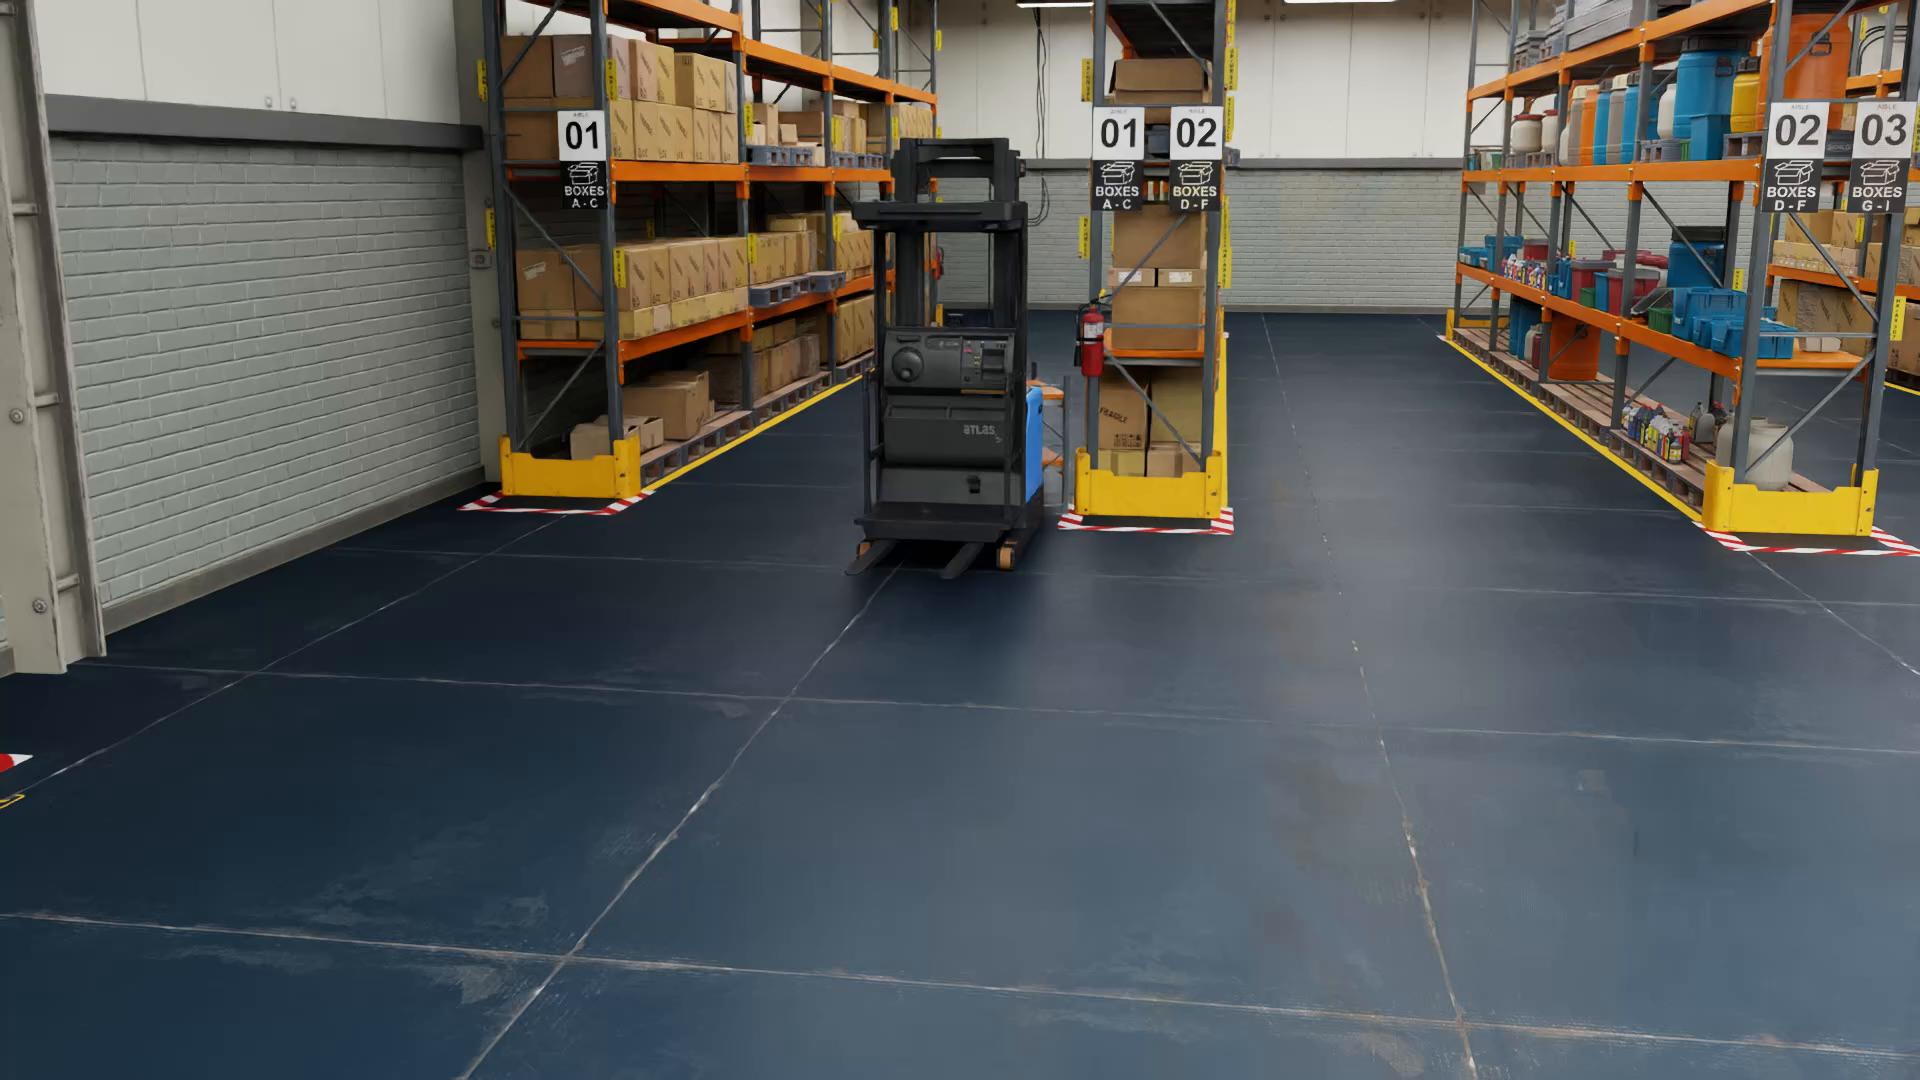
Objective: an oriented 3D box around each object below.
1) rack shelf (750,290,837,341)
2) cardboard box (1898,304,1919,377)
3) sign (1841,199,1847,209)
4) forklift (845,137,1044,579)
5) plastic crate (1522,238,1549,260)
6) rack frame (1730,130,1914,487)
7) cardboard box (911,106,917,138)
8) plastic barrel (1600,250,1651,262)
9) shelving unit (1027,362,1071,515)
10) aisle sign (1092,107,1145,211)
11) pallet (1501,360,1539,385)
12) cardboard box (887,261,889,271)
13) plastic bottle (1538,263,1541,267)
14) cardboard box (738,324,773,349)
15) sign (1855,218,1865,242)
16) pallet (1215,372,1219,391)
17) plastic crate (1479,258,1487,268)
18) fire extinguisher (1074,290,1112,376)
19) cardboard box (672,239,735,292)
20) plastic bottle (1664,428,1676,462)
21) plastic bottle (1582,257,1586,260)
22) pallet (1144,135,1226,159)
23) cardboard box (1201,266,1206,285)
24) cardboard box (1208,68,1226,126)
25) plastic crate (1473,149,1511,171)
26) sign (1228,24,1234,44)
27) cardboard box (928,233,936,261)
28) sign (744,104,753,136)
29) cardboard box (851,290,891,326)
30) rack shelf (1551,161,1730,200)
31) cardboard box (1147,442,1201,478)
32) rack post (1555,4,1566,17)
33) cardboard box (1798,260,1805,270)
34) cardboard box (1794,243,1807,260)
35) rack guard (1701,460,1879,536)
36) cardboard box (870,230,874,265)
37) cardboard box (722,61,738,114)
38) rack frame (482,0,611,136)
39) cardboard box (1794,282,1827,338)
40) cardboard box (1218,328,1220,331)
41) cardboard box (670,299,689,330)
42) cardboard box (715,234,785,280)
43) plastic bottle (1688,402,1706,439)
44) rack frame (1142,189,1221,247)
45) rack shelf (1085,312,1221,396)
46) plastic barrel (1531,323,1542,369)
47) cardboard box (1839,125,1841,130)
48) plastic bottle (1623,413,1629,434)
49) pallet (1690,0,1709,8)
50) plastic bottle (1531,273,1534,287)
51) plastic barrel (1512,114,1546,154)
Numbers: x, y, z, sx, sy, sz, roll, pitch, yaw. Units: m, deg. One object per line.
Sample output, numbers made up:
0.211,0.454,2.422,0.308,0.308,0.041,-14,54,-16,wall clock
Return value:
-2.443,-2.751,19.847,1.077,0.370,4.000,2,12,9,rack shelf
12.819,-2.533,21.172,1.225,0.875,0.875,2,12,9,cardboard box
14.312,-5.364,26.954,0.100,0.325,0.005,2,12,9,sign
-0.114,-1.303,11.581,1.130,2.935,3.031,2,12,10,forklift
8.654,-4.269,24.889,0.402,0.464,0.583,2,12,9,plastic crate
6.423,-1.533,12.486,1.000,3.000,0.127,2,12,9,rack frame
-0.990,-6.715,26.754,0.500,0.500,0.500,2,12,9,cardboard box
7.882,-3.158,19.705,0.600,0.536,0.708,2,12,9,plastic barrel
0.520,-0.853,13.783,0.538,1.125,1.048,-3,12,-12,shelving unit
1.229,-2.961,12.941,0.394,0.787,0.004,2,12,9,aisle sign
7.924,-2.254,22.450,1.003,0.211,1.213,2,12,9,pallet
-1.293,-4.159,25.222,0.380,0.149,0.250,2,12,9,cardboard box
7.641,-3.511,21.941,0.061,0.283,0.133,2,12,9,plastic bottle
-2.513,-2.400,19.620,0.500,0.250,0.500,2,12,7,cardboard box
12.614,-4.350,23.315,0.100,0.325,0.005,2,12,9,sign
2.912,-2.150,21.971,1.003,0.211,1.213,2,12,9,pallet
8.240,-4.303,25.826,0.293,0.136,0.466,2,12,9,plastic crate
1.052,-1.647,13.198,0.296,0.674,0.183,2,12,9,fire extinguisher
-2.589,-2.777,16.788,0.500,0.500,0.500,2,12,8,cardboard box
6.272,-0.841,14.681,0.061,0.283,0.133,2,12,10,plastic bottle
8.281,-3.575,22.081,0.144,0.351,0.185,2,12,9,plastic bottle
2.039,-3.771,15.963,1.003,0.211,1.213,2,12,9,pallet
1.840,-2.190,13.757,0.380,0.149,0.250,2,12,7,cardboard box
2.055,-3.820,14.412,0.500,0.500,0.500,2,12,9,cardboard box
8.377,-5.990,26.197,0.504,0.338,0.767,2,12,9,plastic crate
4.535,-8.469,27.839,0.100,0.325,0.005,2,12,9,sign
-0.974,-5.225,28.904,0.980,0.700,0.700,2,12,11,cardboard box
-2.213,-4.390,17.394,0.100,0.325,0.005,2,12,9,sign
-1.492,-3.367,25.101,0.750,0.750,0.750,2,12,9,cardboard box
7.346,-3.896,18.041,1.077,0.370,4.000,2,12,9,rack shelf
1.832,-0.660,13.964,0.500,0.250,0.500,2,12,9,cardboard box
7.677,-6.548,20.294,0.624,0.289,0.986,2,12,9,rack post
13.202,-4.249,25.687,0.380,0.149,0.250,2,12,8,cardboard box
13.283,-4.471,25.770,0.500,0.250,0.500,1,12,7,cardboard box
6.388,-0.328,12.830,1.175,0.500,0.348,2,12,9,rack guard
-1.497,-4.241,24.060,0.500,0.500,0.500,2,12,9,cardboard box
-2.560,-4.587,16.880,0.500,0.500,0.500,1,12,4,cardboard box
-3.366,-4.786,13.343,1.000,3.000,0.127,2,12,9,rack frame
13.619,-3.544,25.866,0.875,0.875,0.875,2,12,9,cardboard box
3.187,-2.547,22.082,0.500,0.500,0.500,1,12,7,cardboard box
-2.827,-2.096,15.408,0.500,0.250,0.500,2,12,8,cardboard box
-2.475,-3.309,19.448,0.700,0.500,0.500,4,13,16,cardboard box
7.082,-1.147,15.939,0.144,0.351,0.185,2,12,9,plastic bottle
2.760,-3.359,20.962,1.000,3.000,0.127,2,12,9,rack frame
1.837,-1.759,15.242,1.077,0.370,4.000,2,12,9,rack shelf
7.886,-2.562,21.989,0.600,0.588,0.708,2,12,9,plastic barrel
13.514,-6.140,25.272,0.700,0.500,0.500,1,12,5,cardboard box
6.541,-1.139,16.258,0.097,0.201,0.097,0,12,0,plastic bottle
6.754,-4.583,13.797,1.003,0.211,1.213,2,12,9,pallet
7.440,-3.372,21.491,0.097,0.201,0.097,0,12,0,plastic bottle
7.940,-5.667,23.232,0.433,0.535,0.433,0,12,0,plastic barrel
